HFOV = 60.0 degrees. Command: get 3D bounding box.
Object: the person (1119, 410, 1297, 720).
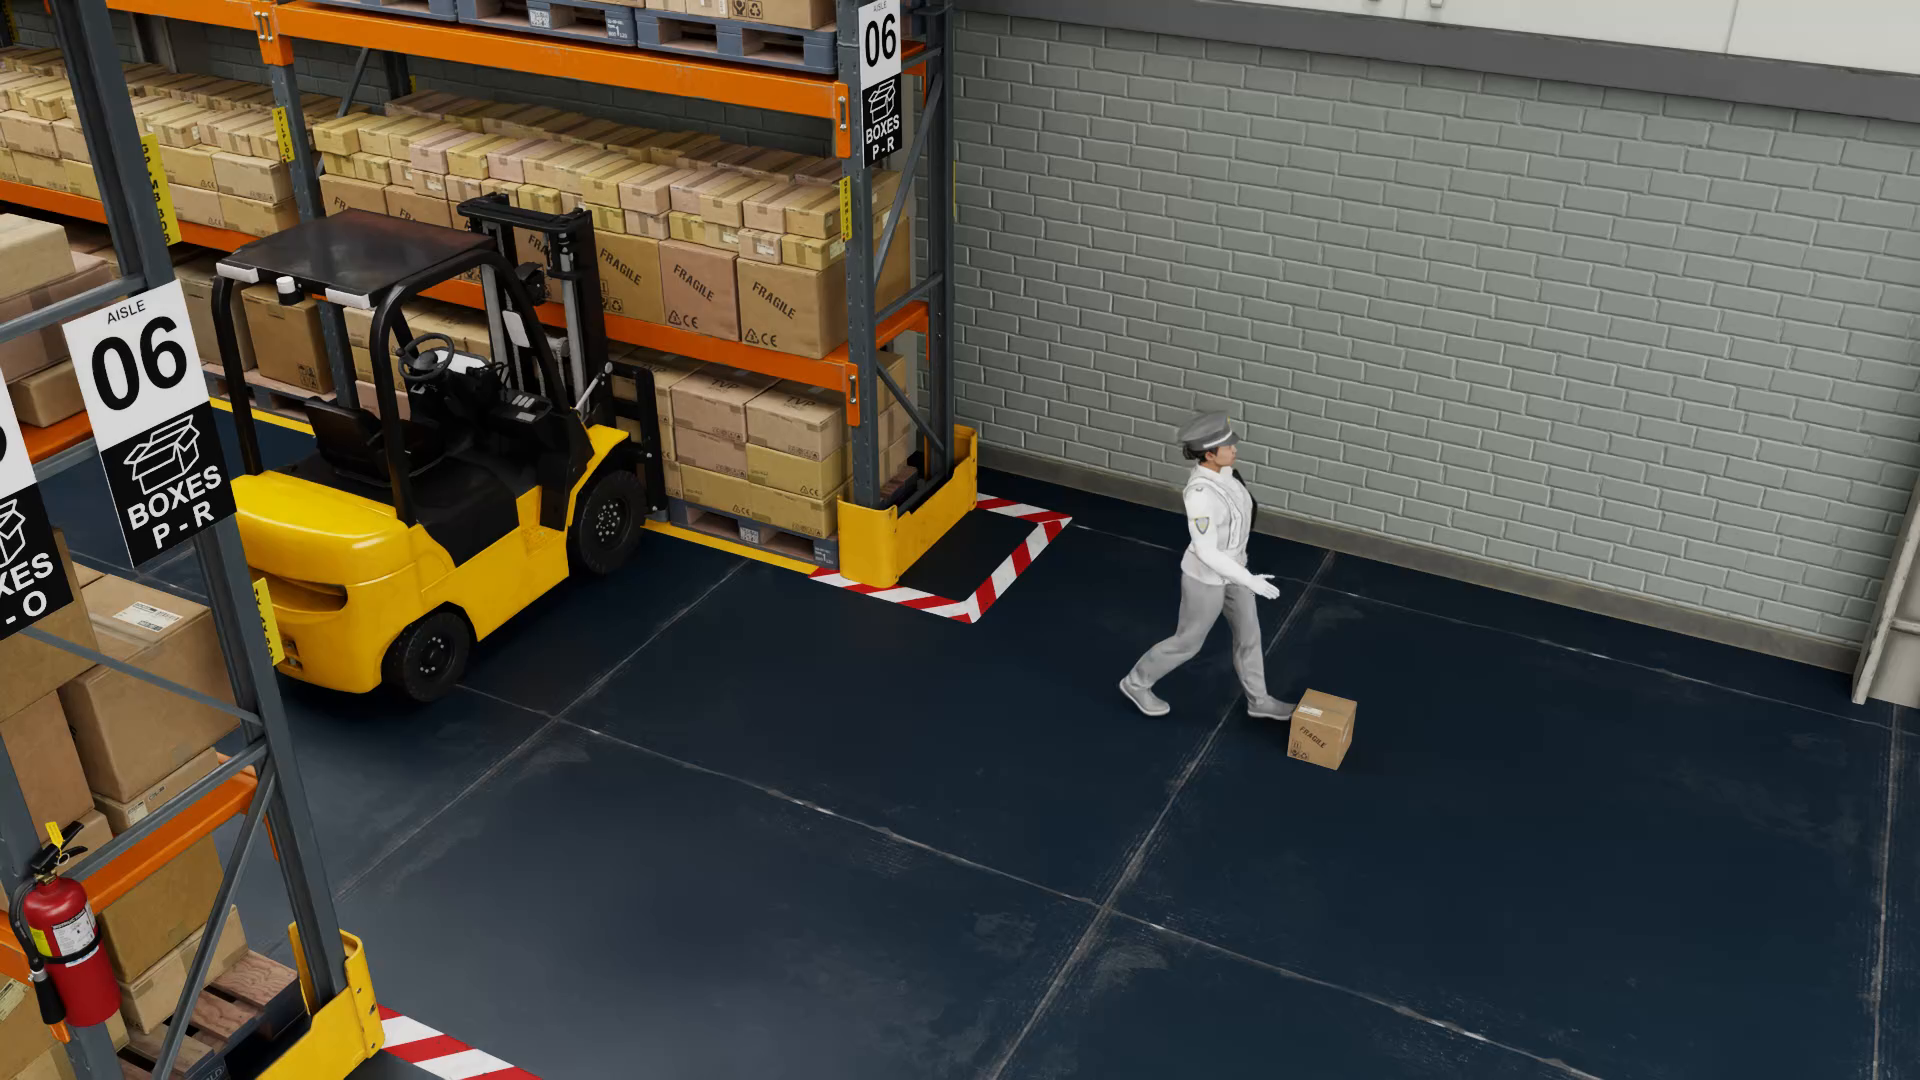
[{"bbox_3d":[1.259,0.157,7.964,0.905,1.657,0.540,13,33,21],"label":"person"}]
